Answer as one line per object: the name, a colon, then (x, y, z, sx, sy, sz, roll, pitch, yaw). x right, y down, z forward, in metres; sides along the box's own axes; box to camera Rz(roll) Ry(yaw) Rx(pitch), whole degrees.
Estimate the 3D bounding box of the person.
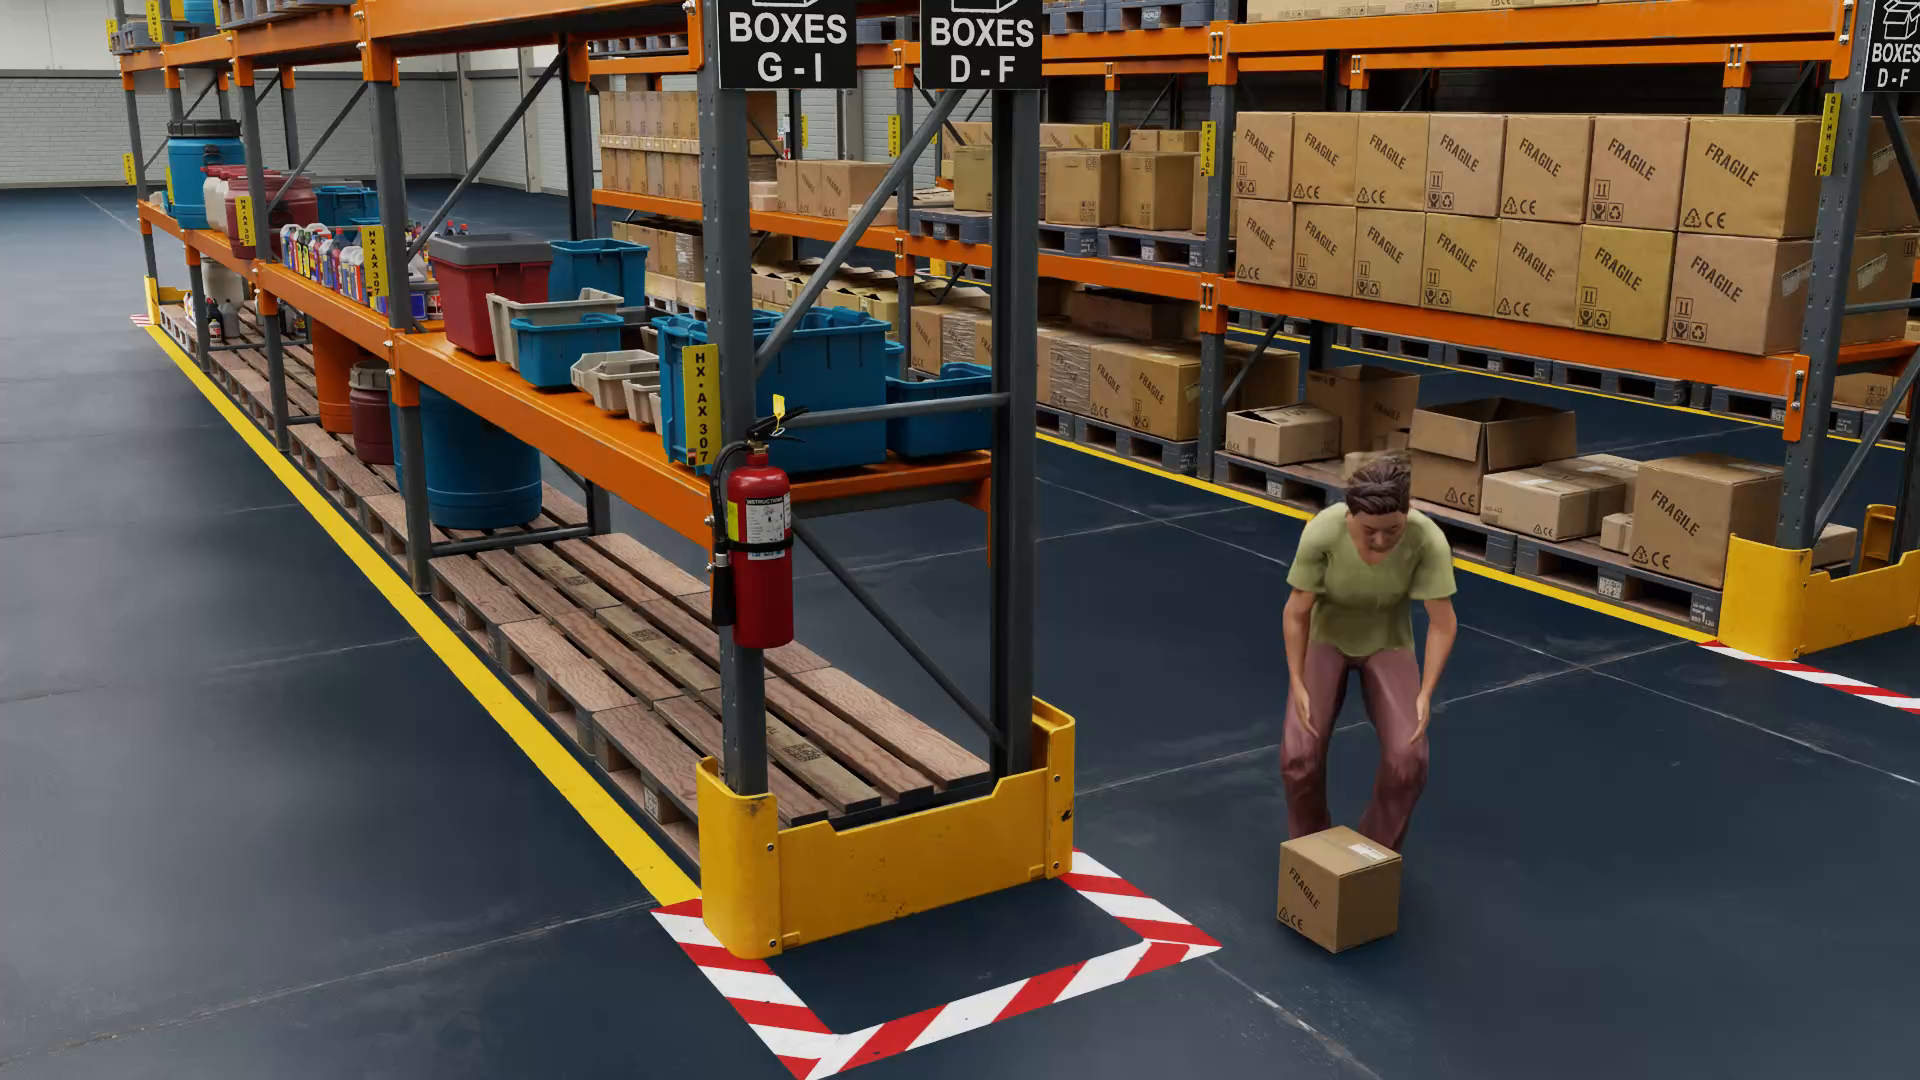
person: (1.245, 0.396, 5.098, 0.509, 1.390, 0.634, 4, 15, 14)
